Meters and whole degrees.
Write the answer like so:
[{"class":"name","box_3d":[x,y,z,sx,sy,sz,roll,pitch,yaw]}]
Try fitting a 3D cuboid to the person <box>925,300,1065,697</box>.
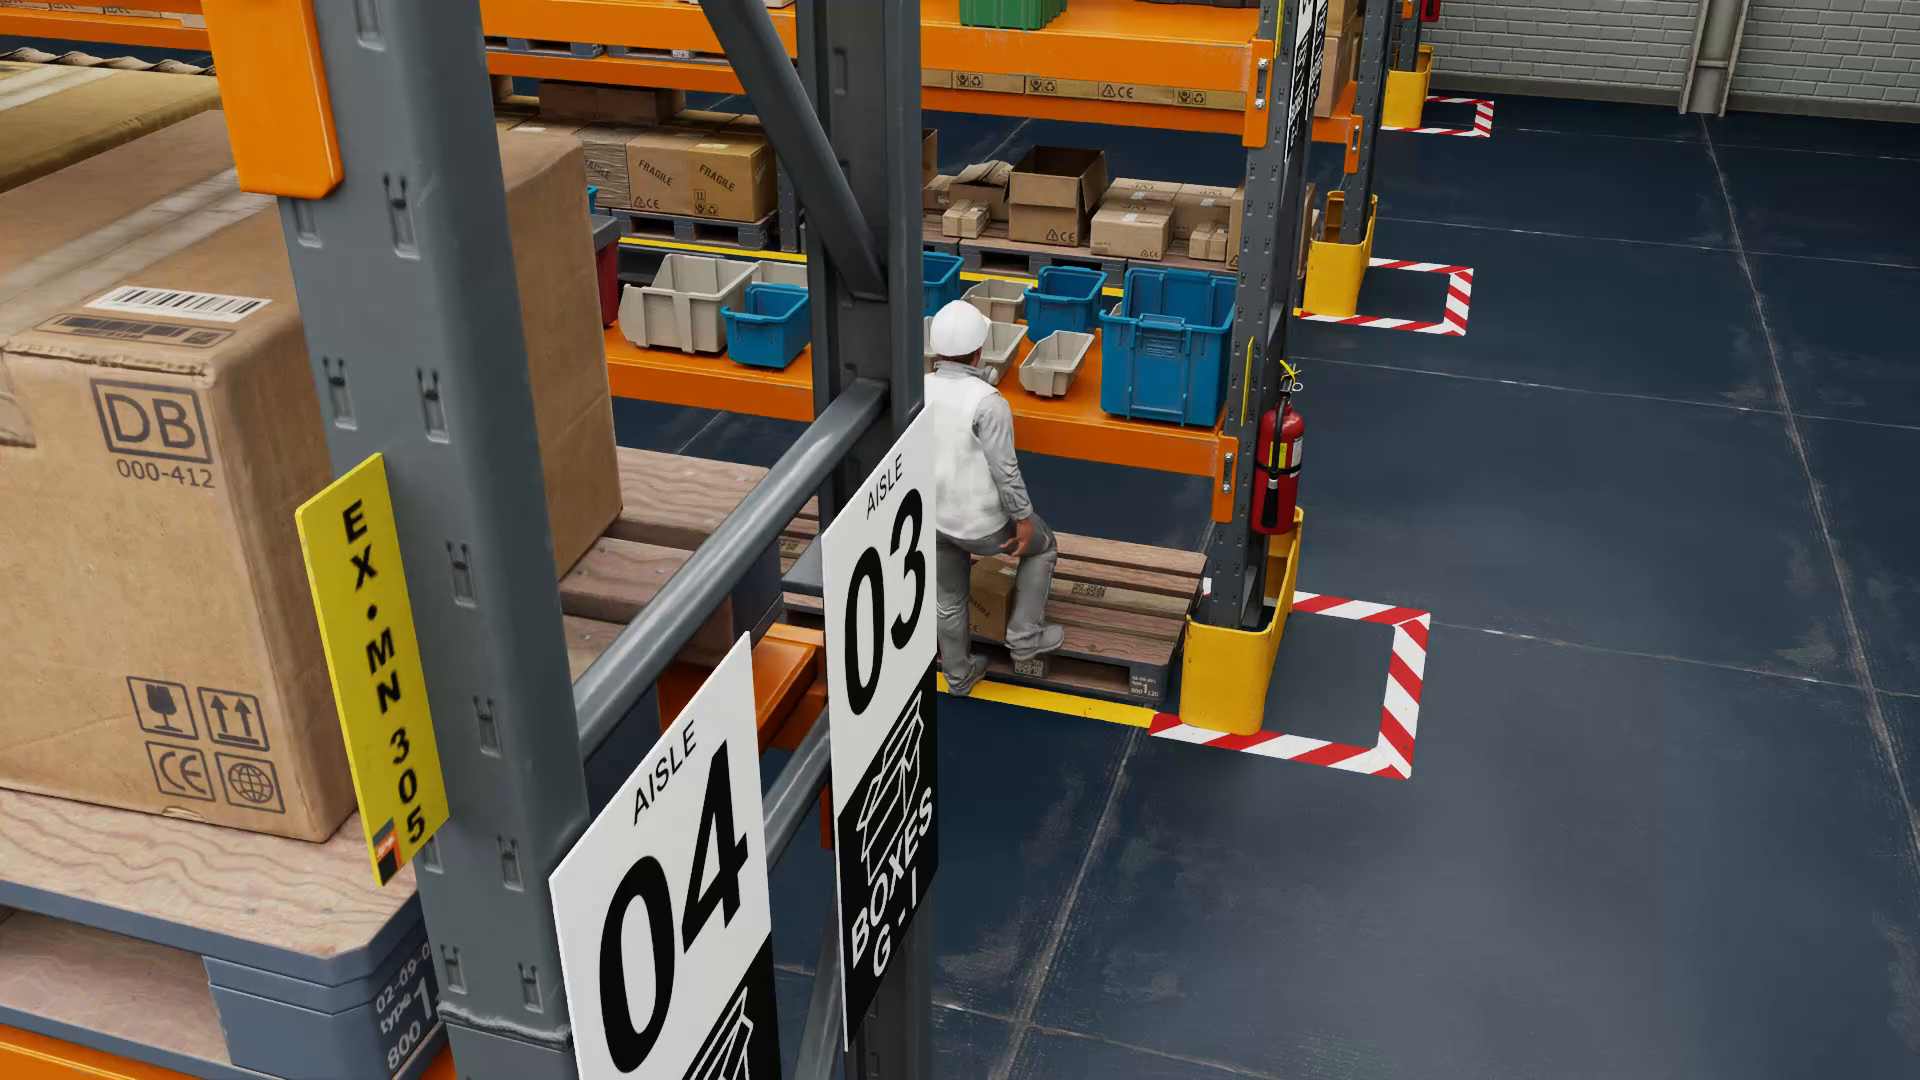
[{"class":"person","box_3d":[0.078,-0.156,6.858,0.637,1.778,0.609,18,34,30]}]
